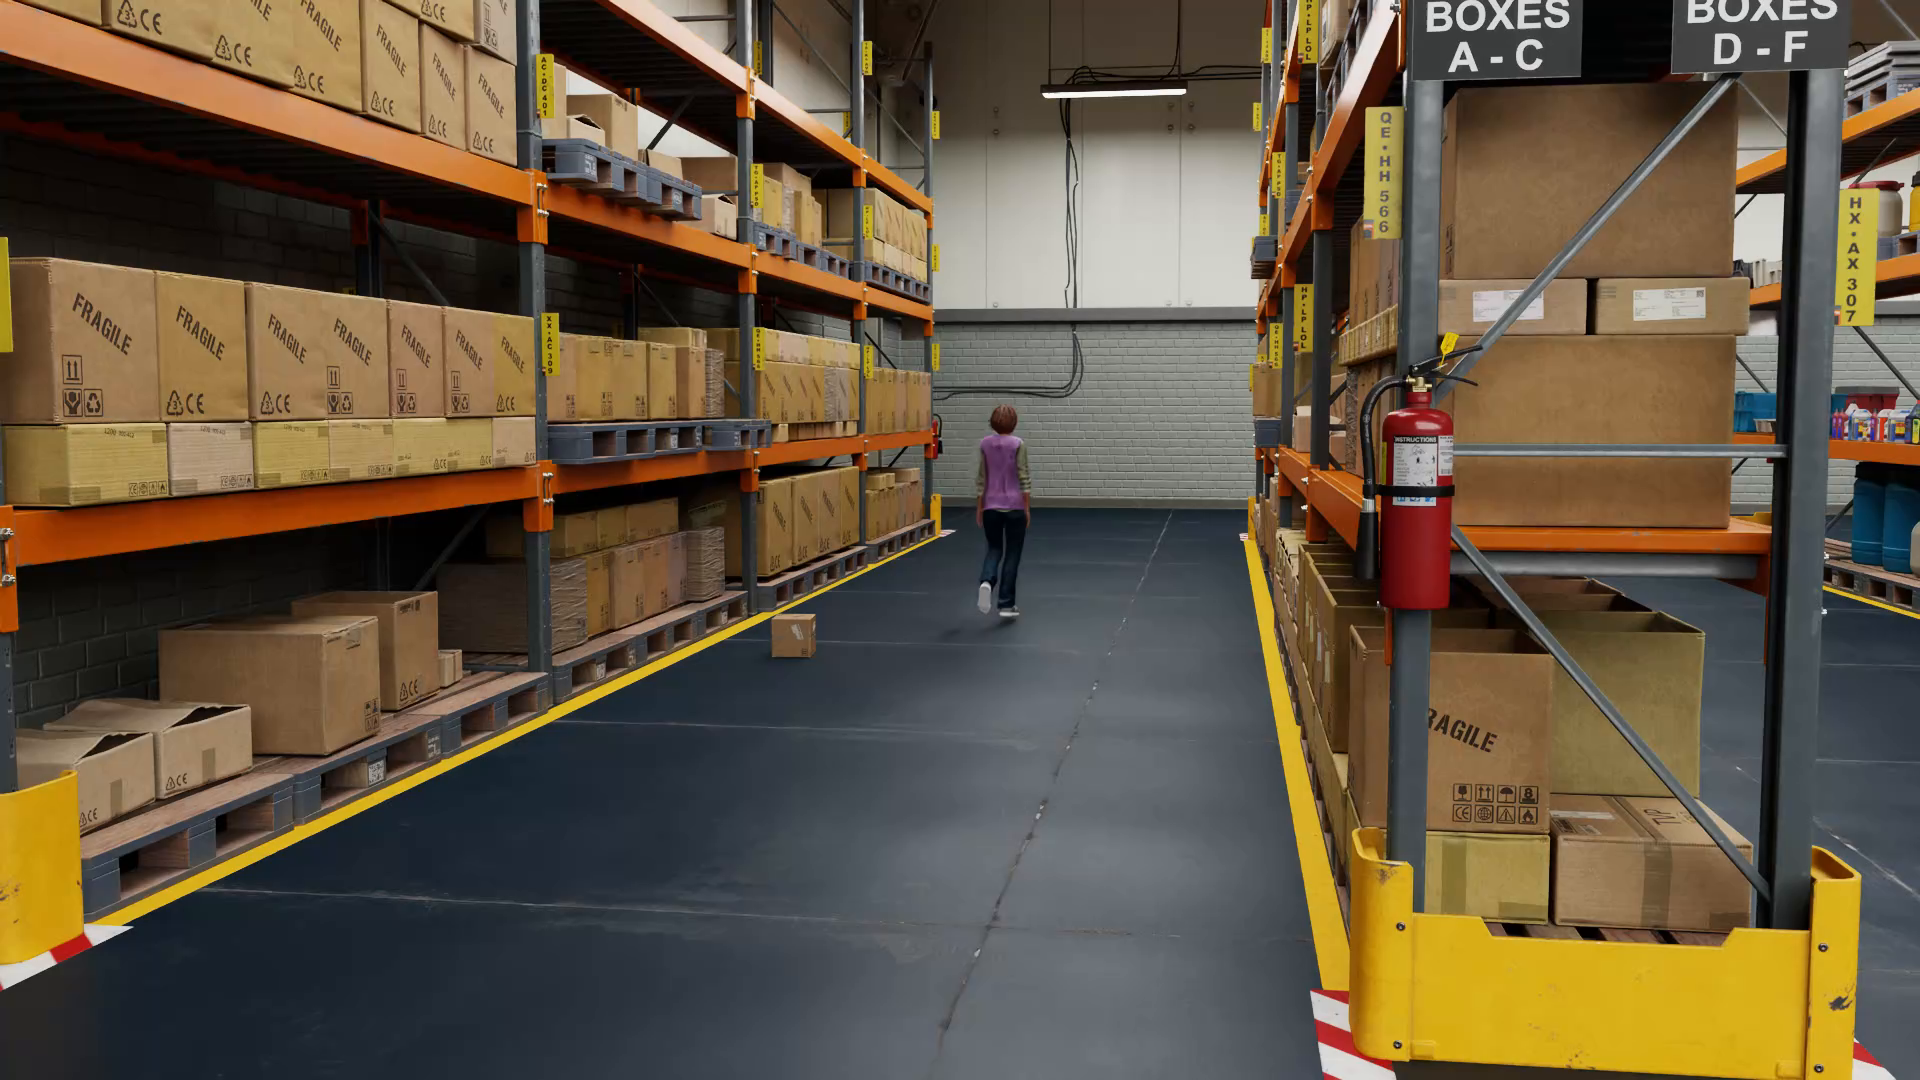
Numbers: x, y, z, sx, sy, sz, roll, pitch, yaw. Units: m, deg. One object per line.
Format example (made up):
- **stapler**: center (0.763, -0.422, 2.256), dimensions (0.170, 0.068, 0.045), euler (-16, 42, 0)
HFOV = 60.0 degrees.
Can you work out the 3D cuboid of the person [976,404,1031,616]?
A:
- **person**: center (0.324, -0.215, 12.403), dimensions (0.435, 1.594, 0.442), euler (2, 5, 23)
